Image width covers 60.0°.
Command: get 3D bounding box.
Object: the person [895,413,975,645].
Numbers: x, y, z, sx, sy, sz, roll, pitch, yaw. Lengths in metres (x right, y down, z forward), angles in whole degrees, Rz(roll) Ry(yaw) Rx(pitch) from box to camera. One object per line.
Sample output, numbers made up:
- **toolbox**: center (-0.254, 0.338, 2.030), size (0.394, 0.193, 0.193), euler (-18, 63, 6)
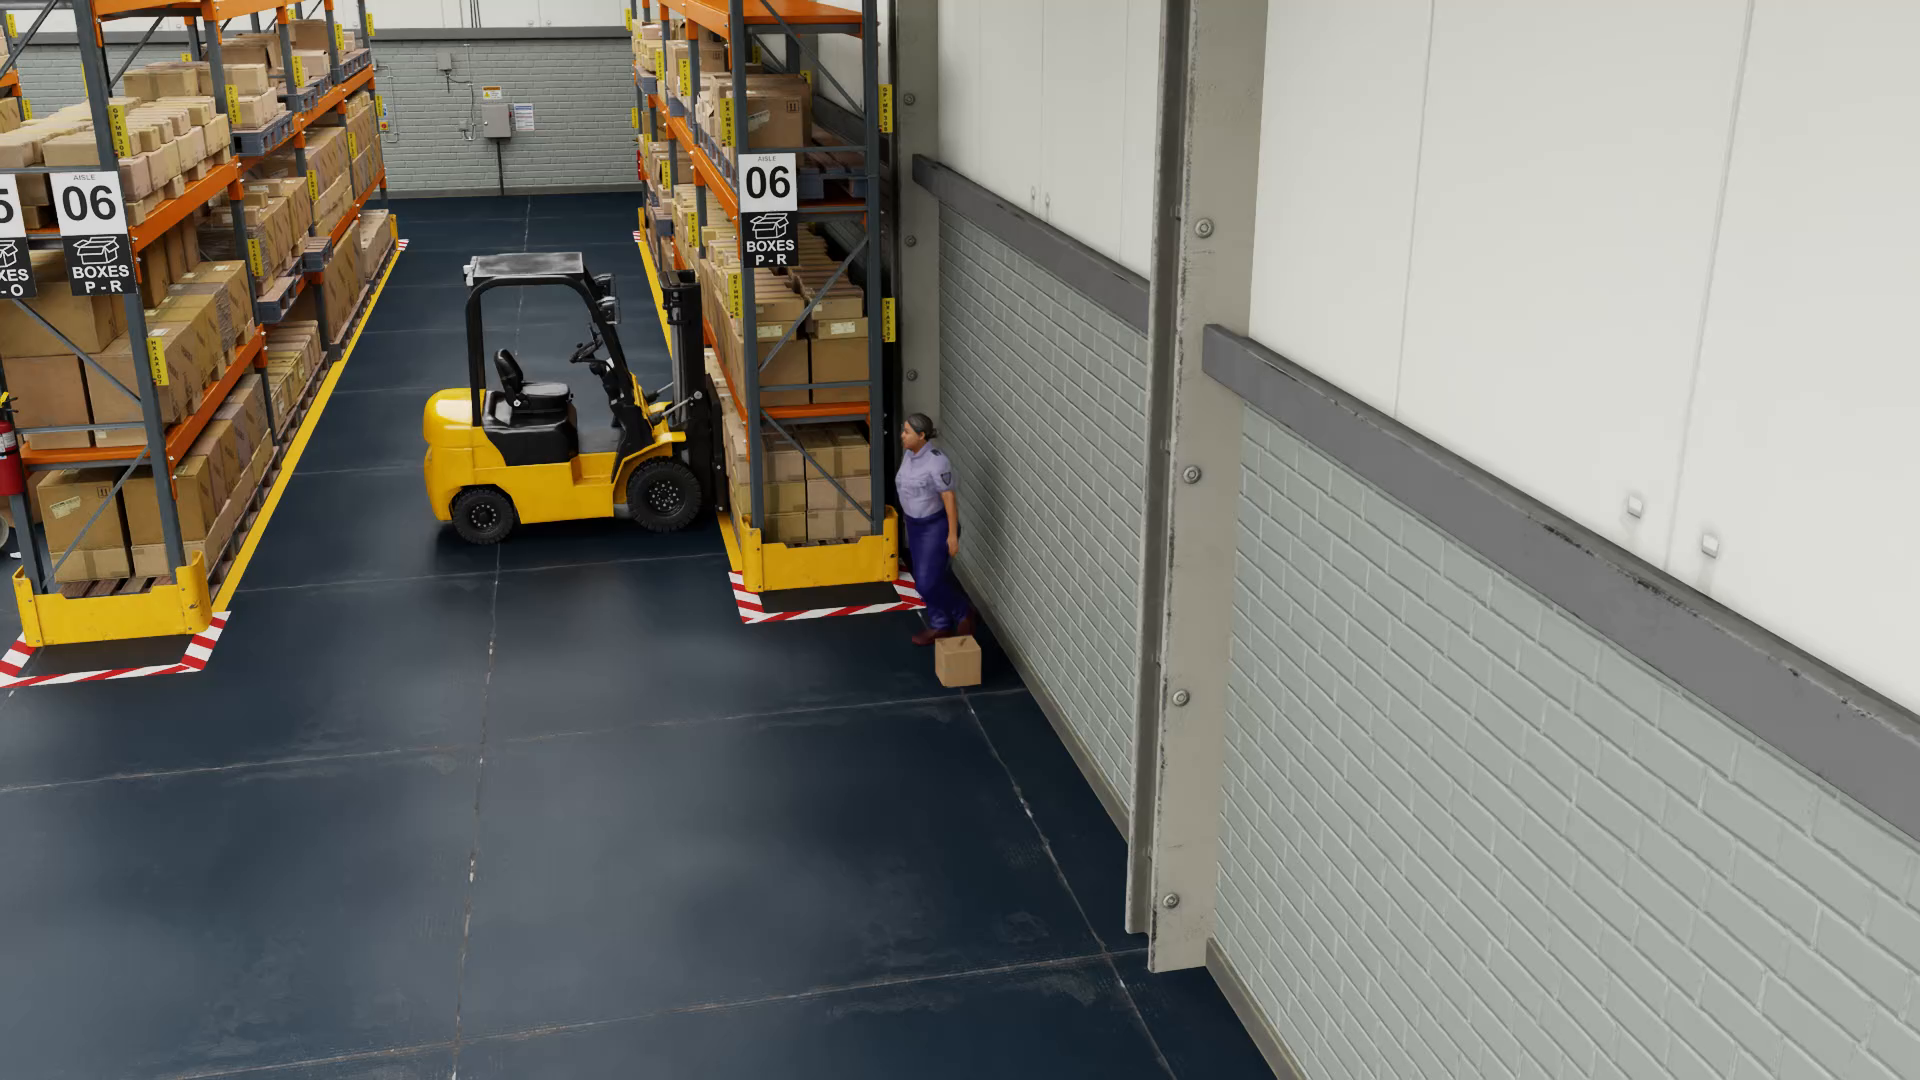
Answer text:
- **person**: center (-0.157, -0.067, 11.262), size (0.485, 1.642, 0.557), euler (-11, 23, -28)
